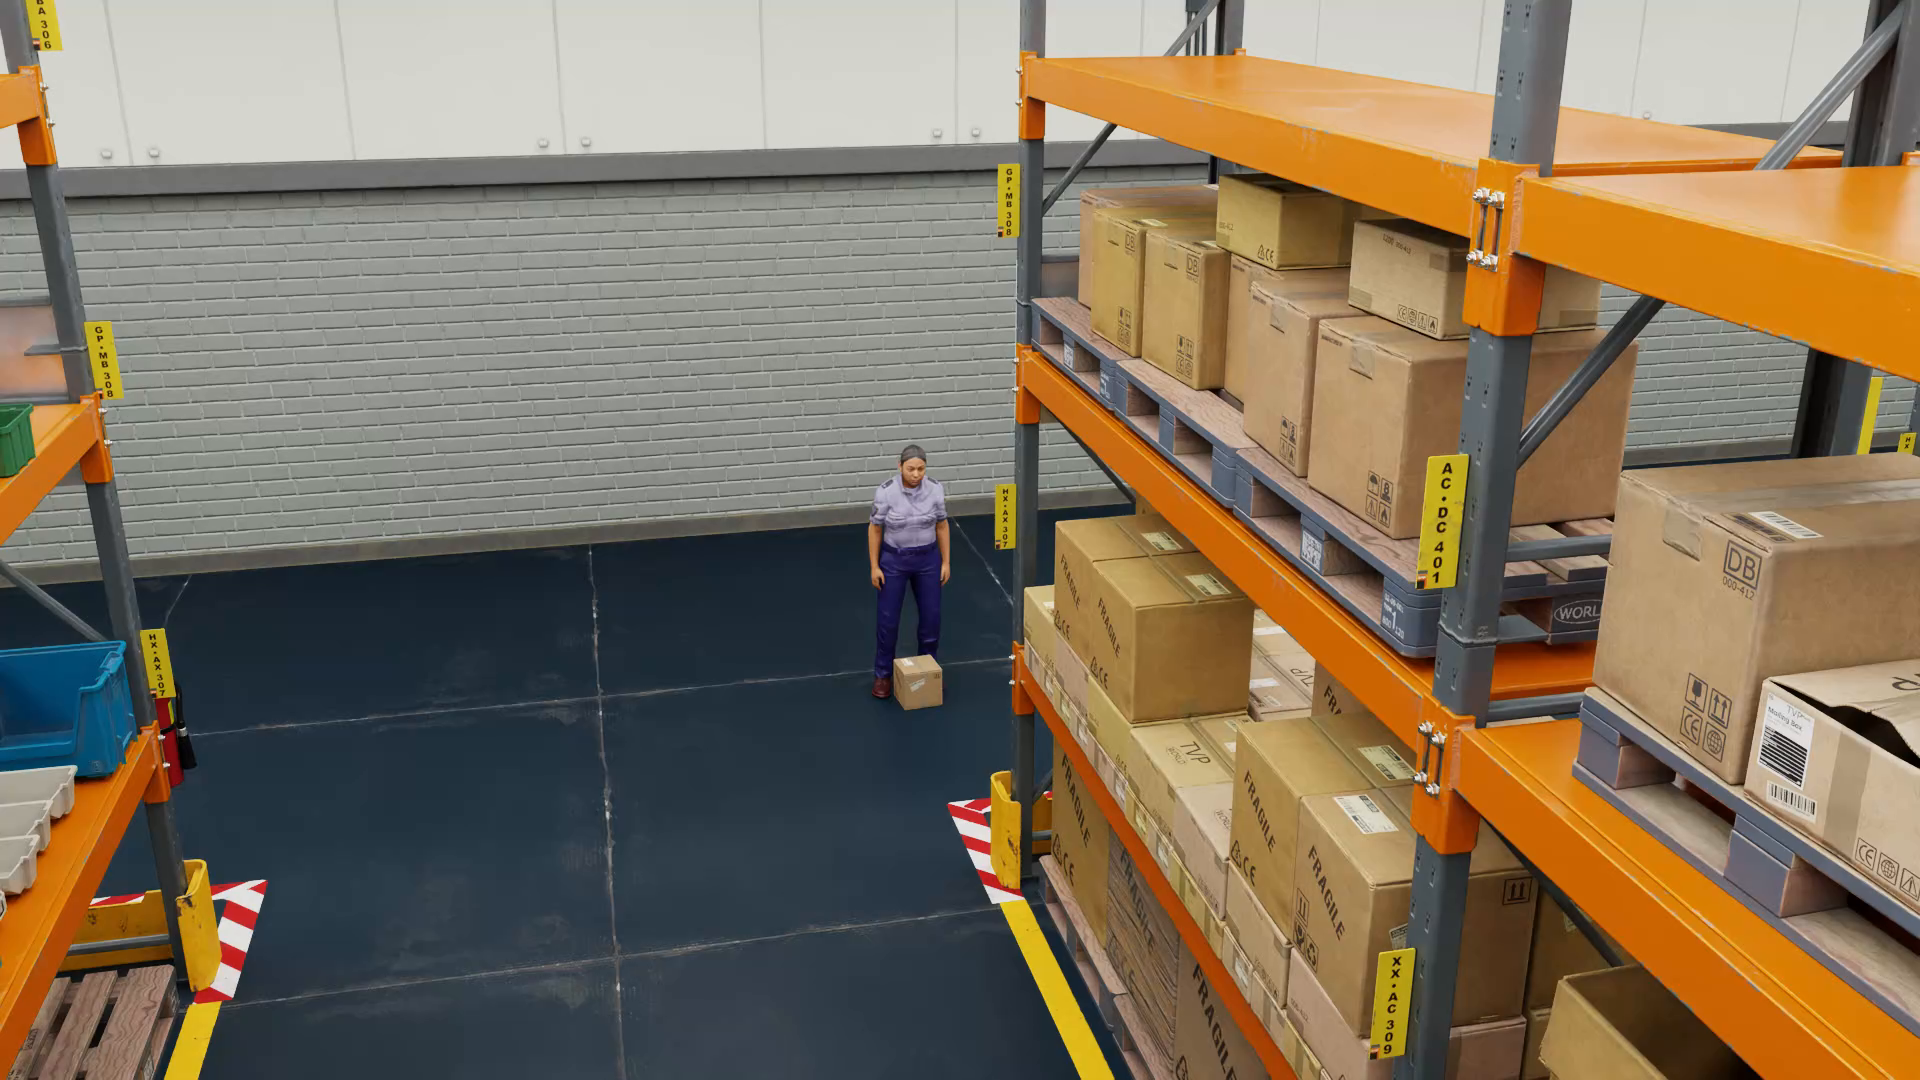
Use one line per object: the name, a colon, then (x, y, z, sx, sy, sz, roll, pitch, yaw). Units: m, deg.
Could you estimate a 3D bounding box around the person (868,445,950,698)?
person: (-0.326, 0.171, 10.604, 0.539, 1.652, 0.370, -4, 20, -12)
